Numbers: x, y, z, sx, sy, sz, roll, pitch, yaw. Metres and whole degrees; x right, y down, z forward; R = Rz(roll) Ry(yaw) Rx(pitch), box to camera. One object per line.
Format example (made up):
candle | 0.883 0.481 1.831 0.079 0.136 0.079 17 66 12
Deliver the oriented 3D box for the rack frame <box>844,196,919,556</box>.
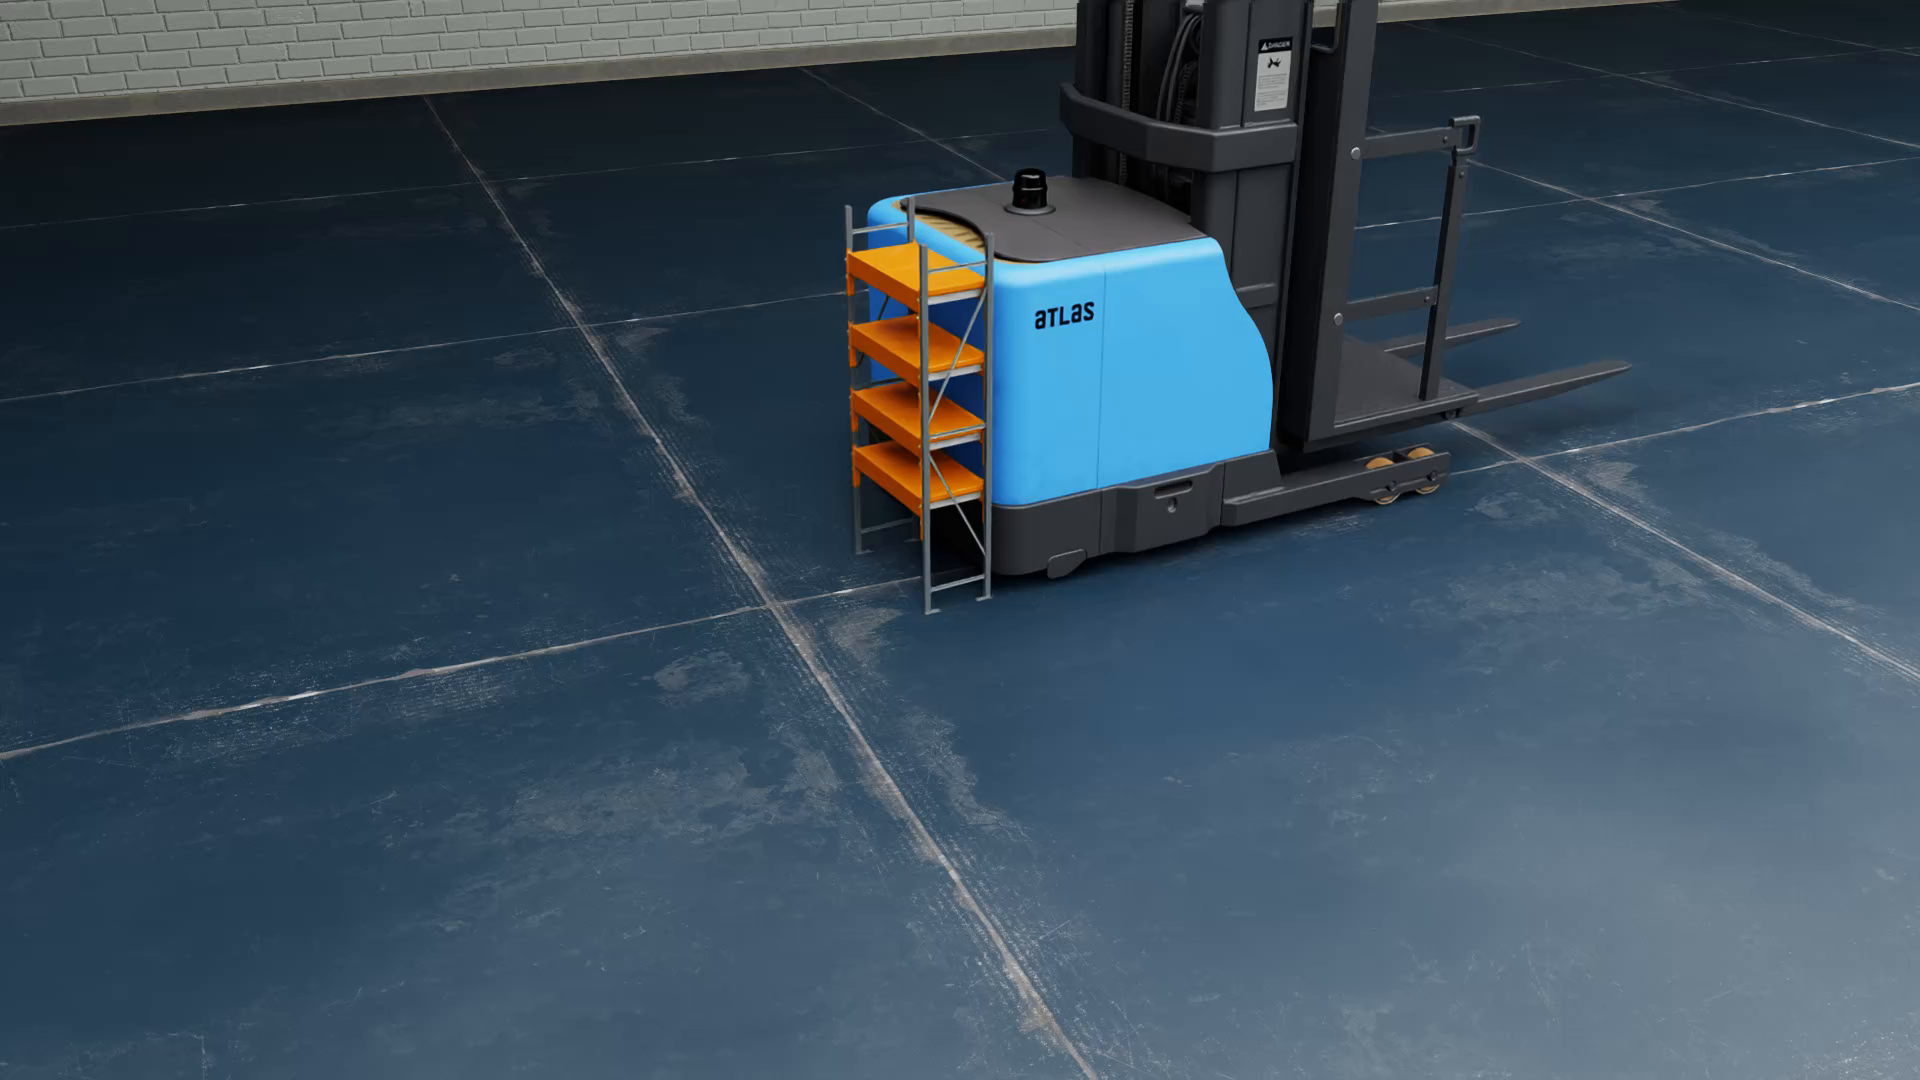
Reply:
rack frame | -0.251 -0.514 5.434 0.240 1.200 0.015 -14 29 -26

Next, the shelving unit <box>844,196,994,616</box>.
shelving unit | -0.130 -0.421 5.244 0.258 1.200 0.503 -14 29 -26

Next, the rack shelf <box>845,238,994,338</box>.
rack shelf | -0.130 -0.774 5.071 0.258 0.148 0.480 -14 29 -26

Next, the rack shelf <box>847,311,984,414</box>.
rack shelf | -0.130 -0.561 5.175 0.258 0.148 0.480 -14 29 -26

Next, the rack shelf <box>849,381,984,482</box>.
rack shelf | -0.130 -0.360 5.273 0.258 0.148 0.480 -14 29 -26

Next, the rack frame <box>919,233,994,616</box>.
rack frame | -0.009 -0.328 5.053 0.240 1.200 0.015 -14 29 -26

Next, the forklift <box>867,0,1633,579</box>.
forklift | 1.214 -1.636 5.760 3.031 2.935 1.130 -13 29 -25

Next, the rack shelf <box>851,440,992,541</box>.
rack shelf | -0.130 -0.182 5.361 0.258 0.148 0.480 -14 29 -26
